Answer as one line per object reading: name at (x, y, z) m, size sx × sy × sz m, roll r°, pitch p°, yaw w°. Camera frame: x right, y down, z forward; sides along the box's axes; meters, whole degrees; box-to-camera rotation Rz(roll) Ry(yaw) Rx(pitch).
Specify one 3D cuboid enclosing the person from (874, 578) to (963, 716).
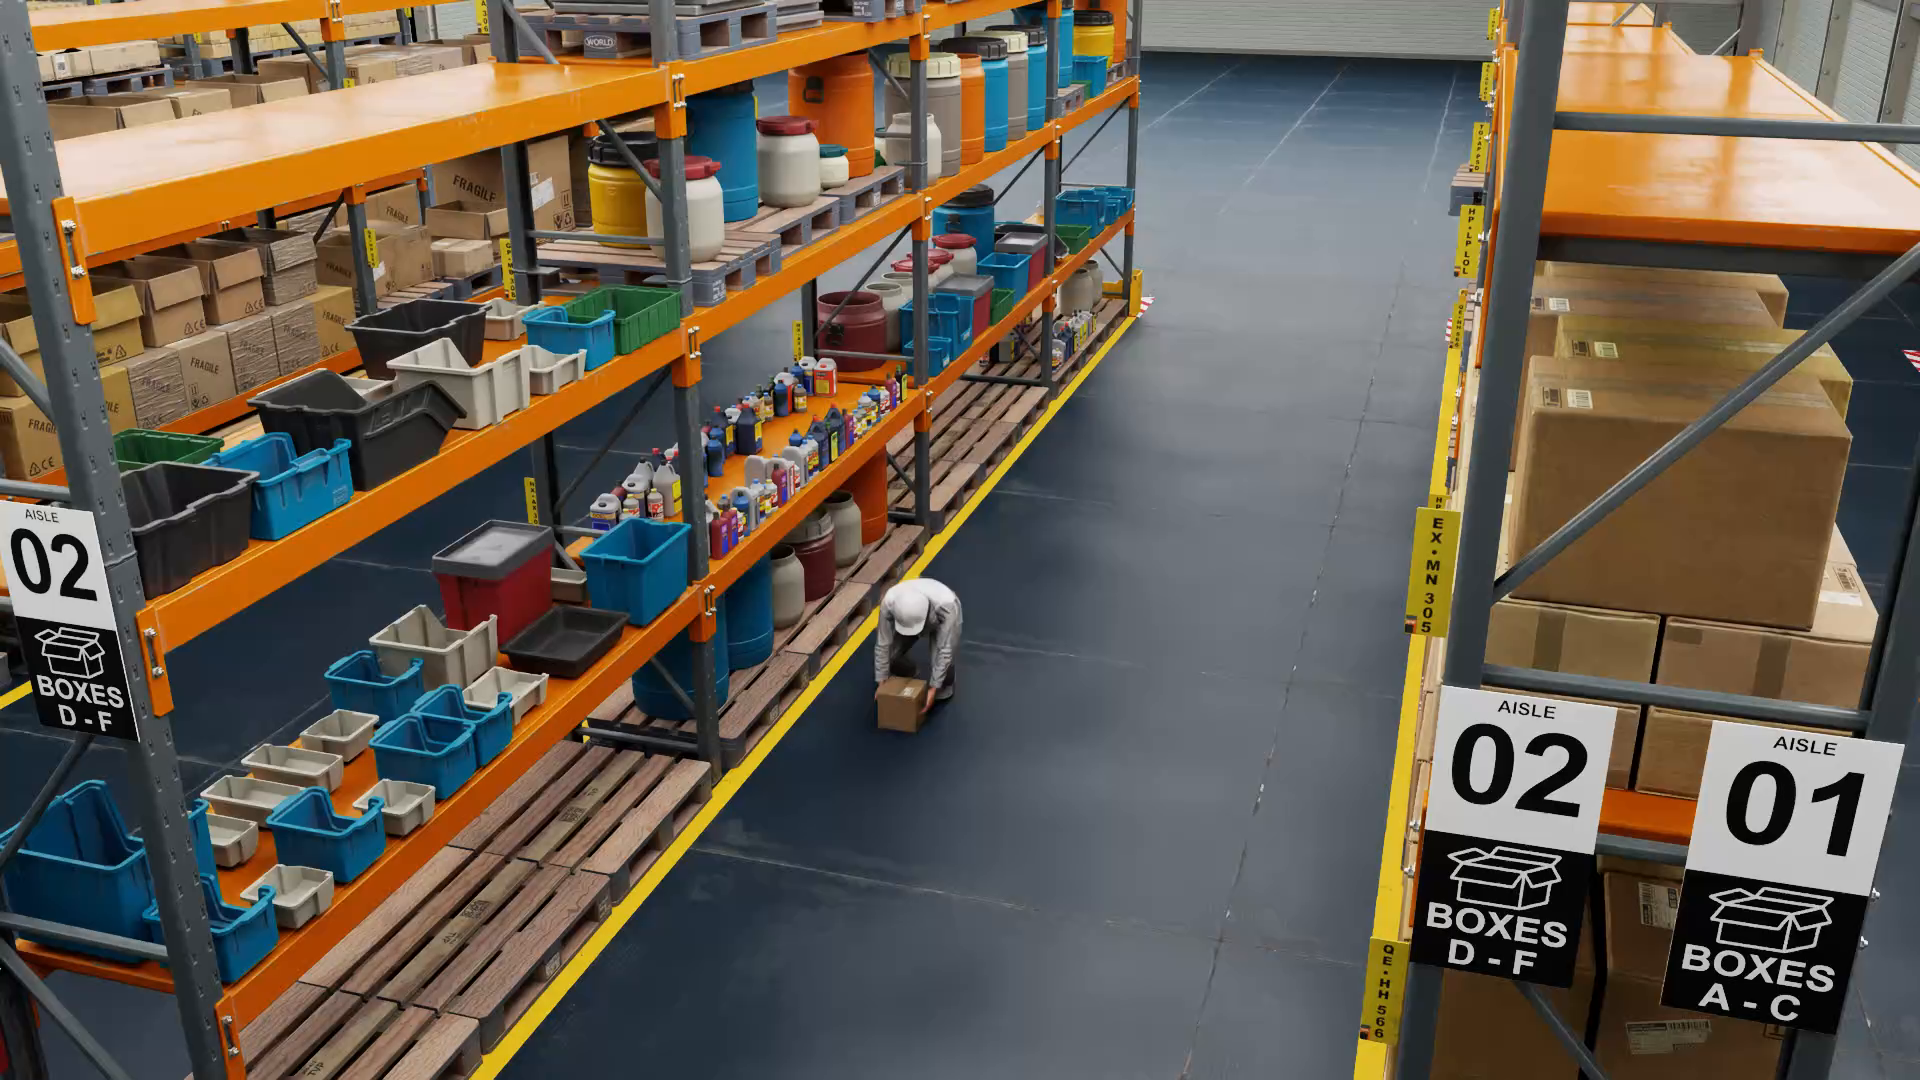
person at (-0.255, 0.611, 10.668) m, size 0.538 × 0.930 × 0.913 m, roll 6°, pitch 23°, yaw 16°
